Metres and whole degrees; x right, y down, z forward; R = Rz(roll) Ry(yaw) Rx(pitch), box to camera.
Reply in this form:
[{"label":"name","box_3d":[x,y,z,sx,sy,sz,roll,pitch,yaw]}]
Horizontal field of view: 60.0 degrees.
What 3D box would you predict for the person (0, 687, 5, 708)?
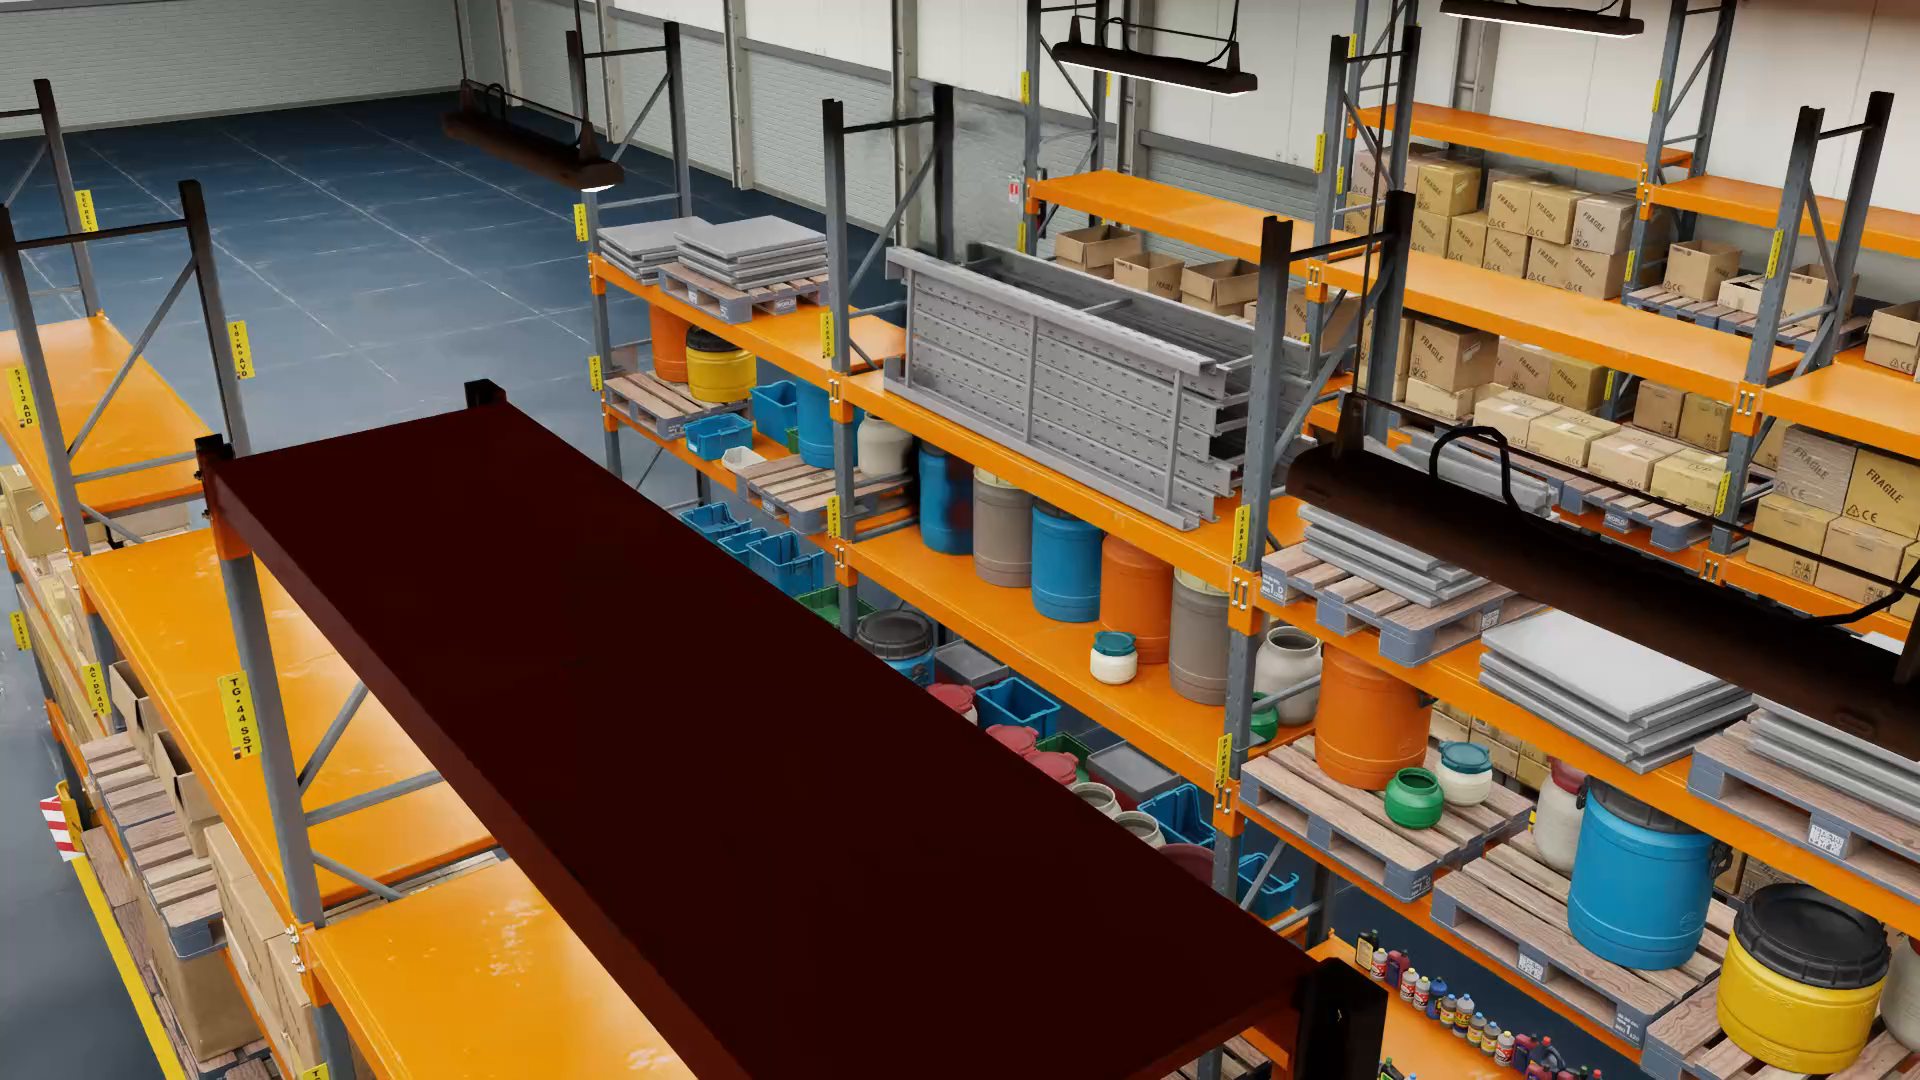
[{"label":"person","box_3d":[-9.031,1.018,14.957,0.603,1.568,0.561,1,25,2]}]
